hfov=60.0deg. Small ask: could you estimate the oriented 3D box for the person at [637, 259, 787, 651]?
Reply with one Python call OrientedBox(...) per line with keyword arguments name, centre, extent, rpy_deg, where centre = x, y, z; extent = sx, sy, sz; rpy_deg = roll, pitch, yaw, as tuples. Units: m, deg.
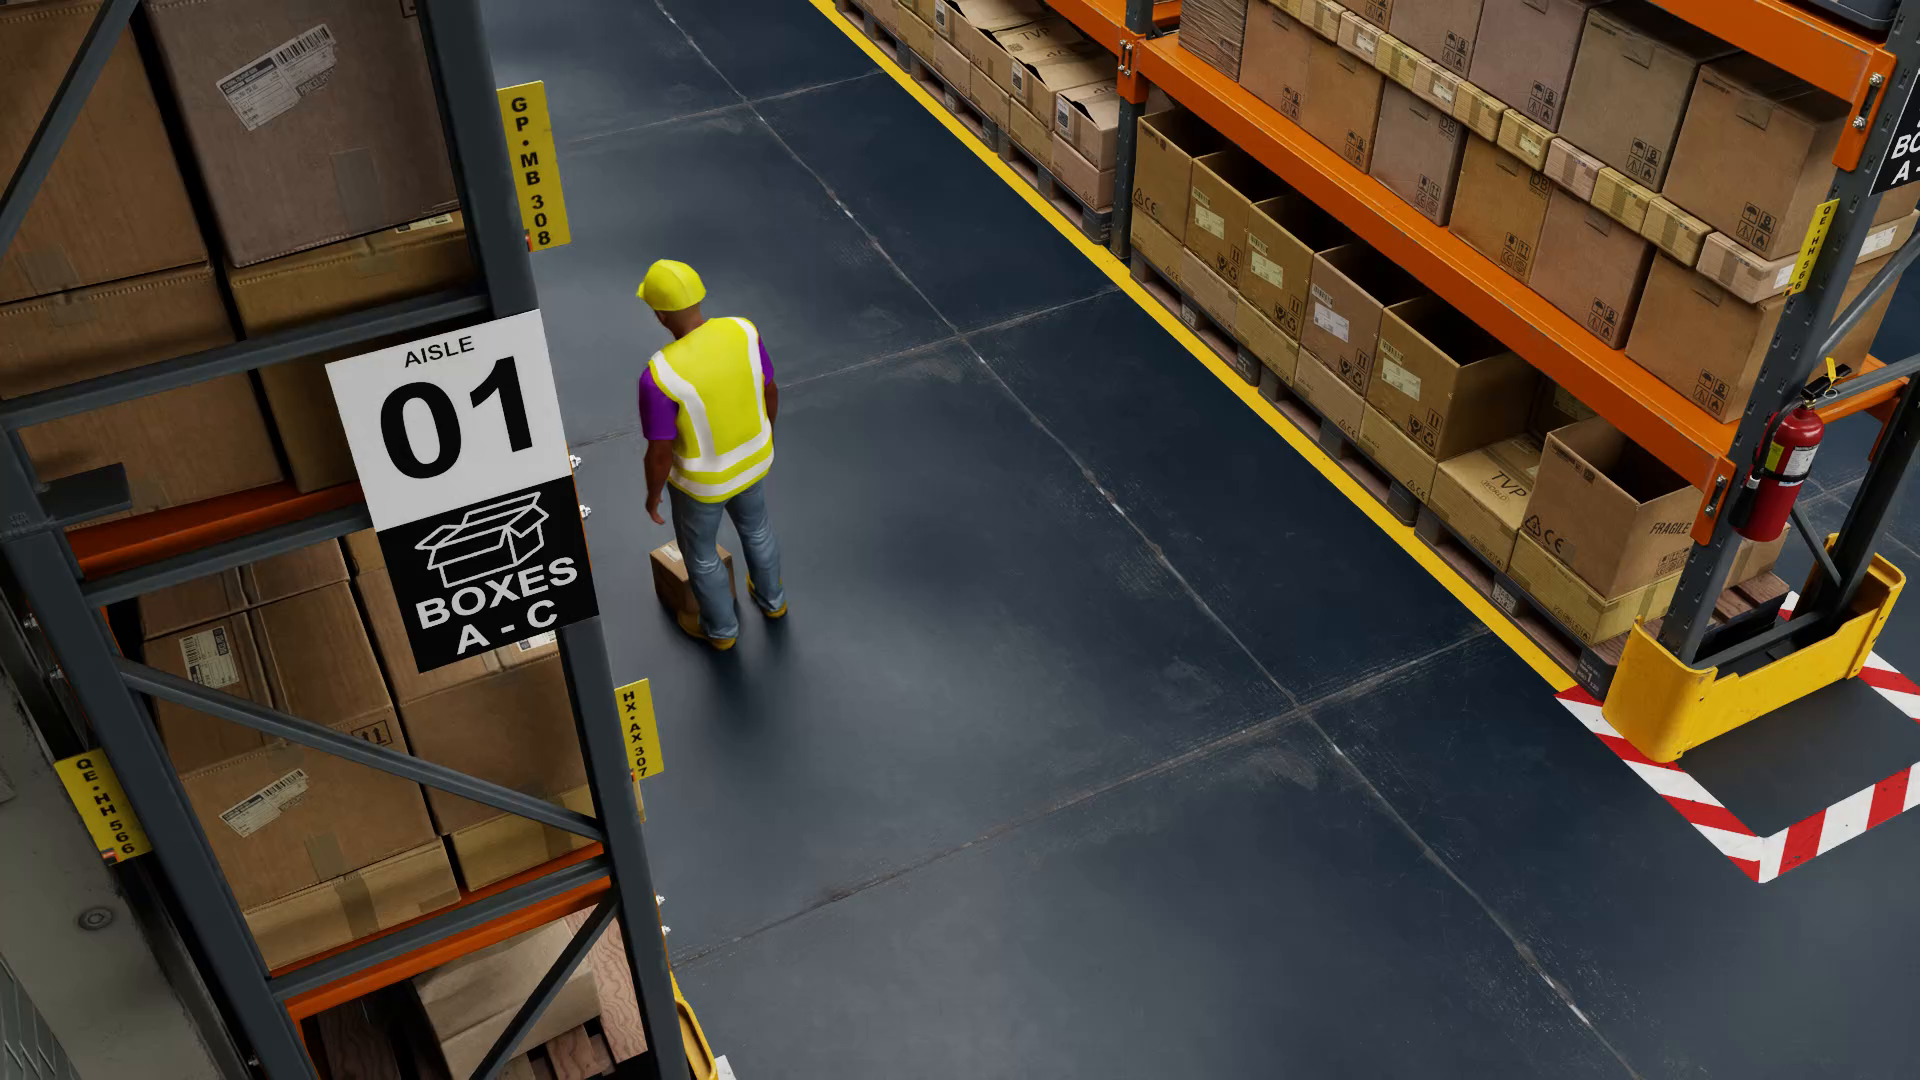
OrientedBox(name="person", centre=(-0.974, -0.311, 6.503), extent=(0.632, 1.759, 0.462), rpy_deg=(-32, 50, -32))
